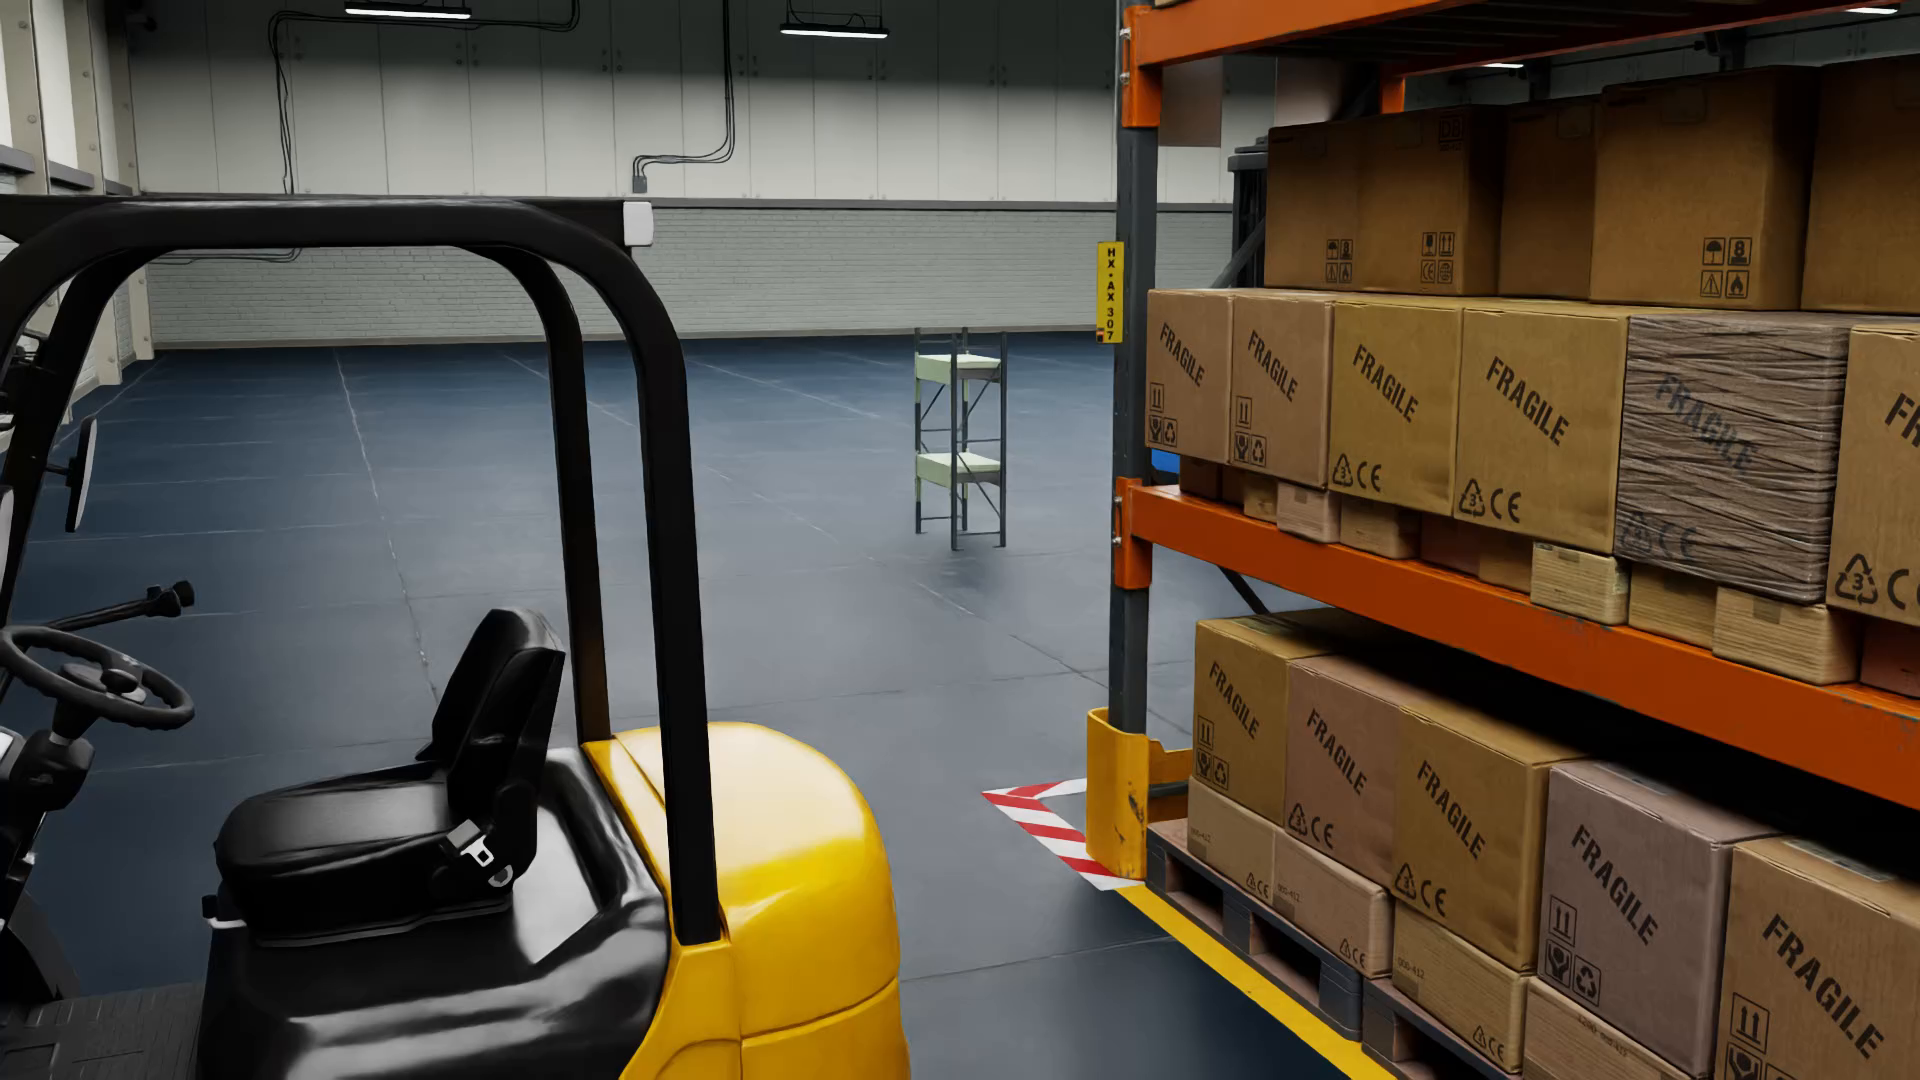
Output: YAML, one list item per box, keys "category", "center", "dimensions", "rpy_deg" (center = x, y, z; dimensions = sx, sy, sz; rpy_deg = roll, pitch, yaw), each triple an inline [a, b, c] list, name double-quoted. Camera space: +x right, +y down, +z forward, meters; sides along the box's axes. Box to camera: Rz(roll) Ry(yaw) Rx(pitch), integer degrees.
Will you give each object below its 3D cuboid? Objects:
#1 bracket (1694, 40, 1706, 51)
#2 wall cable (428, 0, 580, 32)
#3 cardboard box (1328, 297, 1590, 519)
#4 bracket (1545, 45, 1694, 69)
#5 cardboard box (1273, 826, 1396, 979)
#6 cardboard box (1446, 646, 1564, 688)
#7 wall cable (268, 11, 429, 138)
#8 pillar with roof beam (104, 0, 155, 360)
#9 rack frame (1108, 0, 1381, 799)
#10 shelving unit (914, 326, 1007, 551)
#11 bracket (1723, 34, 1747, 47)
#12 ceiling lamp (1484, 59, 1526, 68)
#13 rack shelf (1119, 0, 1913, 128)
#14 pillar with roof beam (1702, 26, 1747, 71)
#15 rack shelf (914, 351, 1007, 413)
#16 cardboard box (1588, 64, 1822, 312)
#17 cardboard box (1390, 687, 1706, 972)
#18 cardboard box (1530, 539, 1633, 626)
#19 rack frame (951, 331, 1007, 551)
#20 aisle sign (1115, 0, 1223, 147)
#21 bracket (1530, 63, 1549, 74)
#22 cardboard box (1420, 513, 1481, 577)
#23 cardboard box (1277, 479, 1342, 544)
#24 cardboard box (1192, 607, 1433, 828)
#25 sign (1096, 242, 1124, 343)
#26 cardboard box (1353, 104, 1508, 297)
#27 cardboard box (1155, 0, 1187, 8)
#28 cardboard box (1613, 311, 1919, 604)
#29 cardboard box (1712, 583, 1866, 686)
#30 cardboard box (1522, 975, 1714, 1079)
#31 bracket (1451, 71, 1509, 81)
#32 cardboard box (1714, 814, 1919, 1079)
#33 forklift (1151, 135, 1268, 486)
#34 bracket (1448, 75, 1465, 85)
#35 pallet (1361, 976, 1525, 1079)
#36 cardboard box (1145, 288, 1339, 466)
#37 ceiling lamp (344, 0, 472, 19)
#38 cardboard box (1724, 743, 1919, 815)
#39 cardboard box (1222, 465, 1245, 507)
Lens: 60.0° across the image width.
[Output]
- category: "bracket"
  center: [15.967, -10.618, 35.642]
  dimensions: [0.235, 0.232, 0.430]
  rpy_deg: [-4, 11, -21]
- category: "wall cable"
  center: [-9.514, -11.911, 34.646]
  dimensions: [3.097, 2.526, 0.112]
  rpy_deg: [-4, 11, -21]
- category: "cardboard box"
  center: [1.289, -0.351, 4.192]
  dimensions: [0.500, 0.500, 0.500]
  rpy_deg: [-4, 11, -22]
- category: "bracket"
  center: [15.028, -11.042, 38.022]
  dimensions: [0.076, 0.066, 4.783]
  rpy_deg: [-4, 11, -21]
- category: "cardboard box"
  center: [1.212, 0.963, 4.596]
  dimensions: [0.500, 0.250, 0.500]
  rpy_deg: [-3, 11, -19]
- category: "cardboard box"
  center: [1.725, 0.560, 4.720]
  dimensions: [0.500, 0.500, 0.500]
  rpy_deg: [-3, 11, -19]
- category: "wall cable"
  center: [-12.398, -9.476, 33.940]
  dimensions: [3.097, 2.526, 0.112]
  rpy_deg: [-4, 11, -21]
- category: "pillar with roof beam"
  center: [-11.072, -8.055, 31.506]
  dimensions: [9.100, 9.000, 0.548]
  rpy_deg: [-4, 11, -21]
- category: "rack frame"
  center: [0.999, -0.417, 5.701]
  dimensions: [1.000, 3.000, 0.127]
  rpy_deg: [-4, 11, -21]
- category: "shelving unit"
  center: [-0.002, -0.739, 11.795]
  dimensions: [0.431, 1.500, 0.755]
  rpy_deg: [-4, 11, -21]
- category: "bracket"
  center: [16.268, -10.483, 34.880]
  dimensions: [0.235, 0.232, 0.430]
  rpy_deg: [-4, 11, -21]
- category: "ceiling lamp"
  center: [11.051, -11.709, 35.382]
  dimensions: [2.000, 3.185, 0.800]
  rpy_deg: [-4, 11, -21]
- category: "rack shelf"
  center: [1.724, -1.214, 3.666]
  dimensions: [1.077, 0.370, 4.000]
  rpy_deg: [-4, 11, -21]
- category: "pillar with roof beam"
  center: [12.436, -8.528, 34.167]
  dimensions: [9.100, 9.000, 0.548]
  rpy_deg: [-4, 11, -21]
- category: "rack shelf"
  center: [-0.002, -1.124, 11.727]
  dimensions: [0.431, 0.370, 0.720]
  rpy_deg: [-4, 11, -21]
- category: "cardboard box"
  center: [1.896, -0.786, 3.783]
  dimensions: [0.700, 0.500, 0.500]
  rpy_deg: [-4, 11, -21]
- category: "cardboard box"
  center: [1.411, 0.681, 4.038]
  dimensions: [0.500, 0.500, 0.500]
  rpy_deg: [-4, 11, -20]
- category: "cardboard box"
  center: [1.485, 0.077, 3.639]
  dimensions: [0.380, 0.149, 0.250]
  rpy_deg: [-4, 11, -20]
- category: "rack frame"
  center: [0.130, -0.680, 11.459]
  dimensions: [0.400, 1.500, 0.023]
  rpy_deg: [-4, 11, -21]
- category: "aisle sign"
  center: [0.688, -1.688, 5.420]
  dimensions: [0.394, 0.787, 0.004]
  rpy_deg: [-4, 11, -21]
- category: "bracket"
  center: [14.094, -11.462, 40.386]
  dimensions: [0.235, 0.232, 0.430]
  rpy_deg: [-4, 11, -21]
- category: "cardboard box"
  center: [1.381, -0.013, 4.143]
  dimensions: [0.380, 0.149, 0.250]
  rpy_deg: [-4, 11, -19]
- category: "cardboard box"
  center: [1.104, -0.092, 4.590]
  dimensions: [0.380, 0.149, 0.250]
  rpy_deg: [-4, 11, -20]
- category: "cardboard box"
  center: [1.043, 0.513, 4.979]
  dimensions: [0.500, 0.500, 0.500]
  rpy_deg: [-4, 11, -23]
- category: "sign"
  center: [0.494, -0.809, 5.432]
  dimensions: [0.100, 0.325, 0.005]
  rpy_deg: [-4, 11, -21]
- category: "cardboard box"
  center: [1.564, -0.953, 4.721]
  dimensions: [0.700, 0.500, 0.500]
  rpy_deg: [-4, 11, -20]
- category: "cardboard box"
  center: [0.817, -1.696, 5.041]
  dimensions: [0.380, 0.149, 0.250]
  rpy_deg: [-4, 11, -21]
- category: "cardboard box"
  center: [1.671, -0.185, 3.260]
  dimensions: [0.500, 0.500, 0.500]
  rpy_deg: [-4, 11, -19]
- category: "cardboard box"
  center: [1.677, 0.160, 3.170]
  dimensions: [0.380, 0.149, 0.250]
  rpy_deg: [-4, 11, -22]
- category: "cardboard box"
  center: [1.602, 1.134, 3.635]
  dimensions: [0.500, 0.250, 0.500]
  rpy_deg: [-4, 11, -20]
- category: "bracket"
  center: [13.148, -11.888, 42.780]
  dimensions: [0.076, 0.066, 3.189]
  rpy_deg: [-4, 11, -21]
- category: "cardboard box"
  center: [1.798, 0.851, 3.083]
  dimensions: [0.500, 0.500, 0.500]
  rpy_deg: [-4, 11, -20]
- category: "forklift"
  center: [3.019, -1.796, 13.648]
  dimensions: [3.031, 2.935, 1.130]
  rpy_deg: [-7, 12, -33]
- category: "bracket"
  center: [12.934, -11.985, 43.322]
  dimensions: [0.235, 0.232, 0.430]
  rpy_deg: [-4, 11, -21]
- category: "pallet"
  center: [1.727, 1.302, 4.000]
  dimensions: [1.003, 0.211, 1.213]
  rpy_deg: [-4, 11, -21]
- category: "cardboard box"
  center: [0.912, -0.518, 5.133]
  dimensions: [0.500, 0.500, 0.500]
  rpy_deg: [-4, 11, -22]
- category: "ceiling lamp"
  center: [-9.258, -10.326, 27.608]
  dimensions: [2.000, 3.185, 0.800]
  rpy_deg: [-4, 11, -21]
- category: "cardboard box"
  center: [2.095, 0.729, 3.770]
  dimensions: [0.500, 0.500, 0.500]
  rpy_deg: [-3, 11, -18]
- category: "cardboard box"
  center: [1.034, -0.185, 5.111]
  dimensions: [0.380, 0.149, 0.250]
  rpy_deg: [-4, 11, -20]
